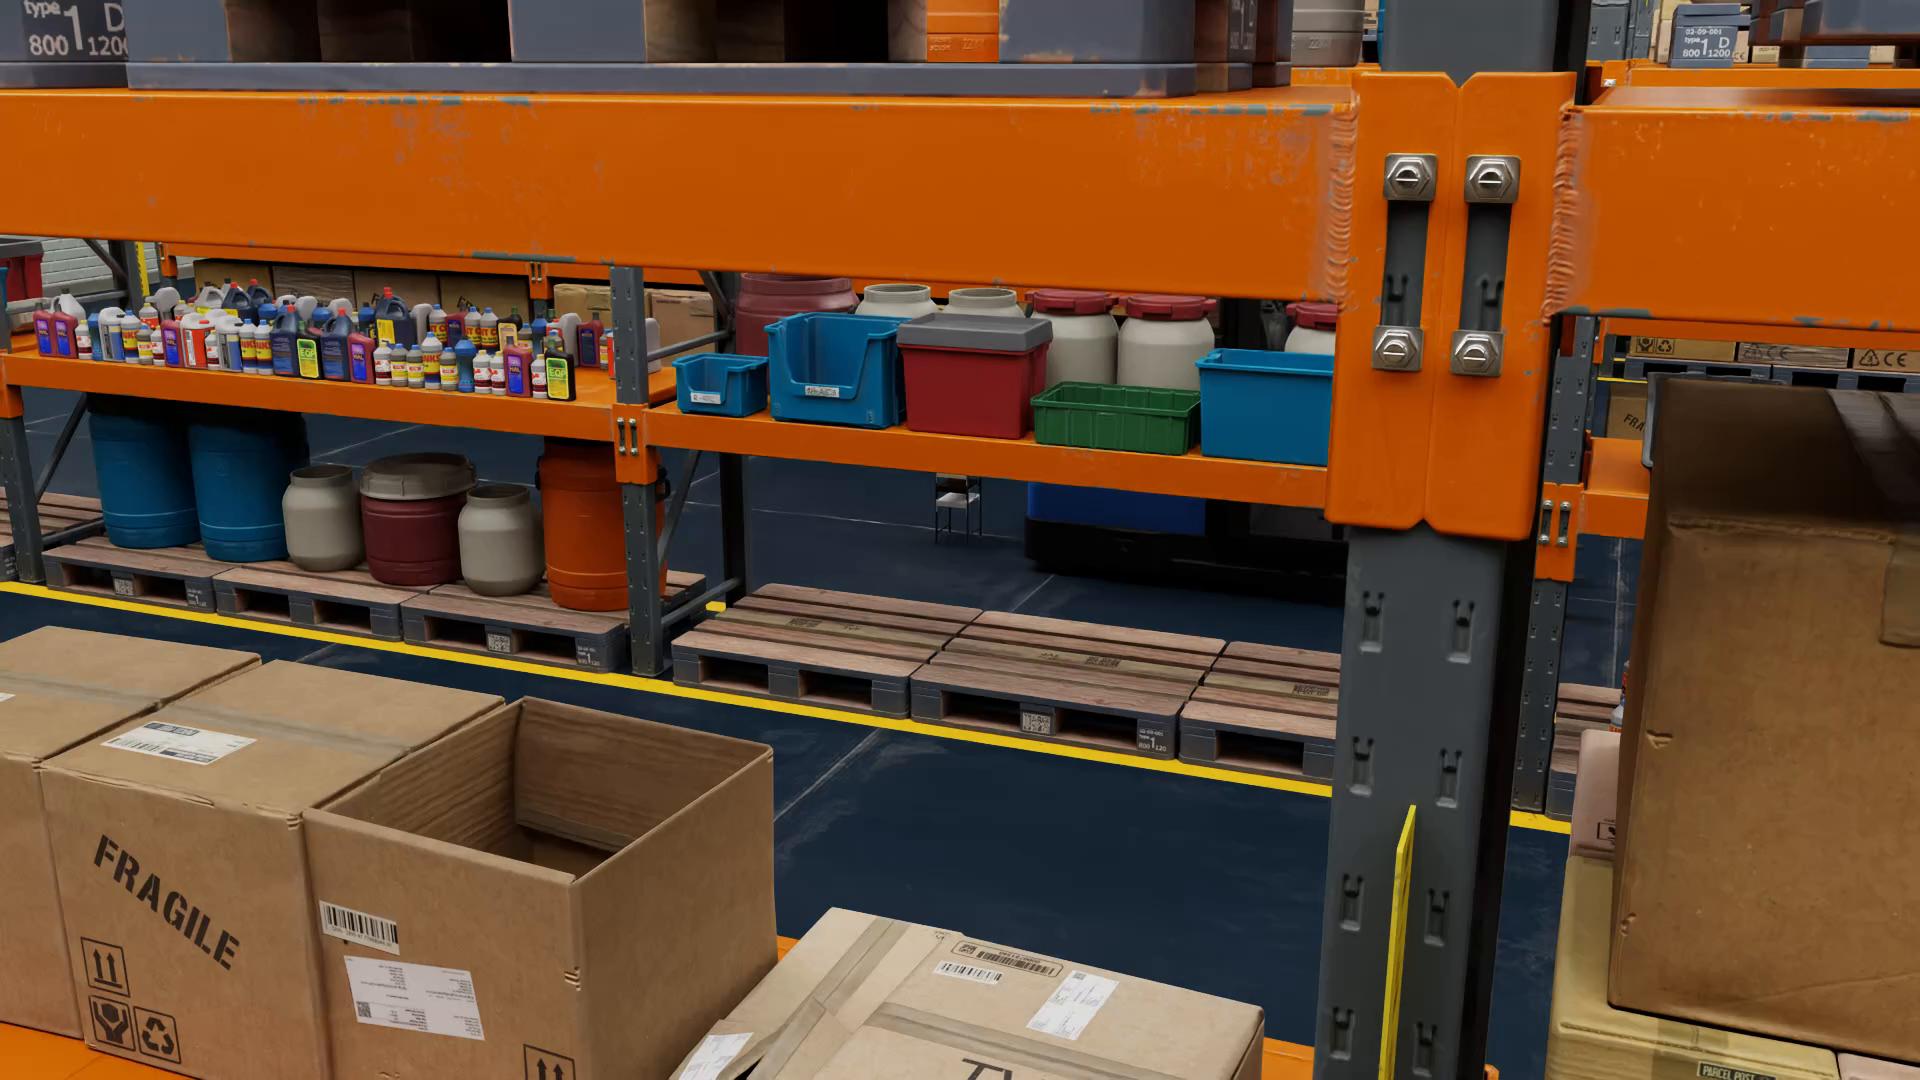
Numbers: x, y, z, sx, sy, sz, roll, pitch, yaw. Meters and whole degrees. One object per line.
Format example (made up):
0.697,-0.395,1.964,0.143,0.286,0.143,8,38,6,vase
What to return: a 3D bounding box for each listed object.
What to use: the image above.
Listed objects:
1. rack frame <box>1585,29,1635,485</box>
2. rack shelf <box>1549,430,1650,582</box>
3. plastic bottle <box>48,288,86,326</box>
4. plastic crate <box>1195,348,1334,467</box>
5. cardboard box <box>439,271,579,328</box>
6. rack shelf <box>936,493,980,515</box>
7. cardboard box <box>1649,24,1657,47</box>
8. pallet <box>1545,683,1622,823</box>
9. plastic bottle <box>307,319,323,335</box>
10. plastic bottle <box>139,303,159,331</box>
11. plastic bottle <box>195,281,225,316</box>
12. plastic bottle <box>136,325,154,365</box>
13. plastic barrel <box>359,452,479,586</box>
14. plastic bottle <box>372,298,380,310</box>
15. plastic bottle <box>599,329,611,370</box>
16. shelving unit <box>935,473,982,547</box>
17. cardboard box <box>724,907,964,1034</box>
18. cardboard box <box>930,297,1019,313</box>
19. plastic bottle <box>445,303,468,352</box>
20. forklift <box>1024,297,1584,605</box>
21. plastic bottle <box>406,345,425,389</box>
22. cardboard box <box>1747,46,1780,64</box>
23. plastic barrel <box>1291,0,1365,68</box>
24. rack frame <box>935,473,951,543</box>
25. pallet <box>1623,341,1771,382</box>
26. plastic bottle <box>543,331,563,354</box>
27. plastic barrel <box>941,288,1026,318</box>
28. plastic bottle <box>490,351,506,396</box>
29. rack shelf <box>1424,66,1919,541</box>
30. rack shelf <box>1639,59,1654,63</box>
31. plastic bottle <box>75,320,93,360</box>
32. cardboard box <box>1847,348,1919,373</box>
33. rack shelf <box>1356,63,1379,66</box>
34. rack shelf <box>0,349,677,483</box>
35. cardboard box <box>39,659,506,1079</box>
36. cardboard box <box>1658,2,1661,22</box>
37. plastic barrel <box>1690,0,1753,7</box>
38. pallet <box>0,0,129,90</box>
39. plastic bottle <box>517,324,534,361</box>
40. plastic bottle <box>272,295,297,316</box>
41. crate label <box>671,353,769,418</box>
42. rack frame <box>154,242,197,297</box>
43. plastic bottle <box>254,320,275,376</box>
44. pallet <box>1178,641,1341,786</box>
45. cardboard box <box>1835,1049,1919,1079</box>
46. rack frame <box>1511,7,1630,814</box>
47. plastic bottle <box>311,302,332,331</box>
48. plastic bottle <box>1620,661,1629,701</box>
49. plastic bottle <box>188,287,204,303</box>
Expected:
4.213,-1.791,10.962,0.127,3.000,1.000,6,17,21,rack frame
4.256,0.044,5.933,4.000,0.370,1.077,6,17,21,rack shelf
-4.800,-1.177,8.936,0.185,0.351,0.144,6,17,21,plastic bottle
1.255,-0.531,6.651,0.575,0.384,0.392,6,17,21,plastic crate
-3.814,-1.879,14.323,0.875,0.875,0.875,6,17,21,cardboard box
-0.008,-0.228,10.111,0.200,0.077,0.258,6,17,21,rack shelf
8.158,-5.756,18.977,0.500,0.250,0.500,6,17,19,cardboard box
3.005,0.912,6.652,1.213,0.211,1.003,6,17,21,pallet
-3.195,-0.955,8.294,0.133,0.283,0.061,6,17,21,plastic bottle
-4.590,-1.239,9.416,0.097,0.201,0.097,0,16,0,plastic bottle
-4.124,-1.254,9.203,0.185,0.351,0.144,6,17,21,plastic bottle
-4.227,-1.017,8.652,0.097,0.201,0.097,0,16,0,plastic bottle
-2.837,-0.120,8.780,0.708,0.588,0.600,6,17,21,plastic barrel
-3.179,-1.174,9.046,0.133,0.283,0.061,6,17,21,plastic bottle
-1.798,-0.977,8.516,0.097,0.201,0.097,0,16,0,plastic bottle
-0.008,-0.433,10.051,0.210,0.900,0.258,6,17,21,shelving unit
-0.175,0.755,2.644,0.250,0.149,0.380,6,17,21,cardboard box
-0.142,-1.457,12.871,0.875,0.875,1.225,5,17,18,cardboard box
-2.668,-1.118,8.852,0.133,0.283,0.061,6,17,21,plastic bottle
1.944,-1.224,9.132,3.031,2.935,1.130,6,17,19,forklift
-2.626,-0.841,8.046,0.097,0.201,0.097,0,16,0,plastic bottle
5.032,-2.994,9.996,0.500,0.250,0.500,6,17,20,cardboard box
1.234,-2.250,6.265,0.600,0.901,0.600,0,16,0,plastic barrel
-0.102,-0.443,10.087,0.006,0.900,0.240,6,17,21,rack frame
6.806,-1.630,15.409,1.213,0.211,1.003,6,17,21,pallet
-2.068,-0.961,8.461,0.097,0.201,0.097,0,16,0,plastic bottle
0.102,-0.876,7.611,0.421,0.512,0.421,0,16,0,plastic barrel
-2.174,-0.791,7.874,0.097,0.201,0.097,0,16,0,plastic bottle
2.435,-0.113,1.091,4.000,0.370,1.077,6,17,21,rack shelf
7.987,-3.957,14.335,4.000,0.370,1.077,6,17,21,rack shelf
-4.624,-1.060,8.802,0.097,0.201,0.097,0,16,0,plastic bottle
8.373,-1.981,14.674,0.875,0.875,0.875,6,17,20,cardboard box
2.352,-3.091,11.349,4.000,0.370,1.077,6,17,21,rack shelf
-3.186,-0.775,8.752,4.000,0.370,1.077,6,17,21,rack shelf
-1.090,0.542,2.747,0.500,0.500,0.500,6,17,21,cardboard box
4.621,-3.393,10.653,0.250,0.149,0.380,7,18,22,cardboard box
2.724,-2.107,5.718,0.421,0.512,0.421,0,16,0,plastic barrel
-1.441,-0.821,2.581,1.213,0.211,1.003,7,18,23,pallet
-2.262,-1.028,8.691,0.097,0.201,0.097,0,16,0,plastic bottle
-3.752,-1.220,9.217,0.135,0.276,0.152,6,17,21,plastic bottle
-1.071,-0.695,7.487,0.416,0.233,0.303,6,17,21,crate label
-6.950,-3.018,15.191,0.127,3.000,1.000,6,17,21,rack frame
-3.490,-0.969,8.363,0.097,0.271,0.097,0,16,0,plastic bottle
1.651,0.763,7.168,1.213,0.211,1.003,6,17,21,pallet
0.987,0.522,1.653,0.250,0.149,0.380,7,17,21,cardboard box
2.396,-0.506,6.538,0.127,3.000,1.000,6,17,21,rack frame
-3.440,-1.146,8.971,0.097,0.271,0.097,0,16,0,plastic bottle
2.847,0.583,7.017,0.097,0.201,0.097,0,16,0,plastic bottle
-4.329,-1.300,9.482,0.133,0.283,0.061,6,17,21,plastic bottle
